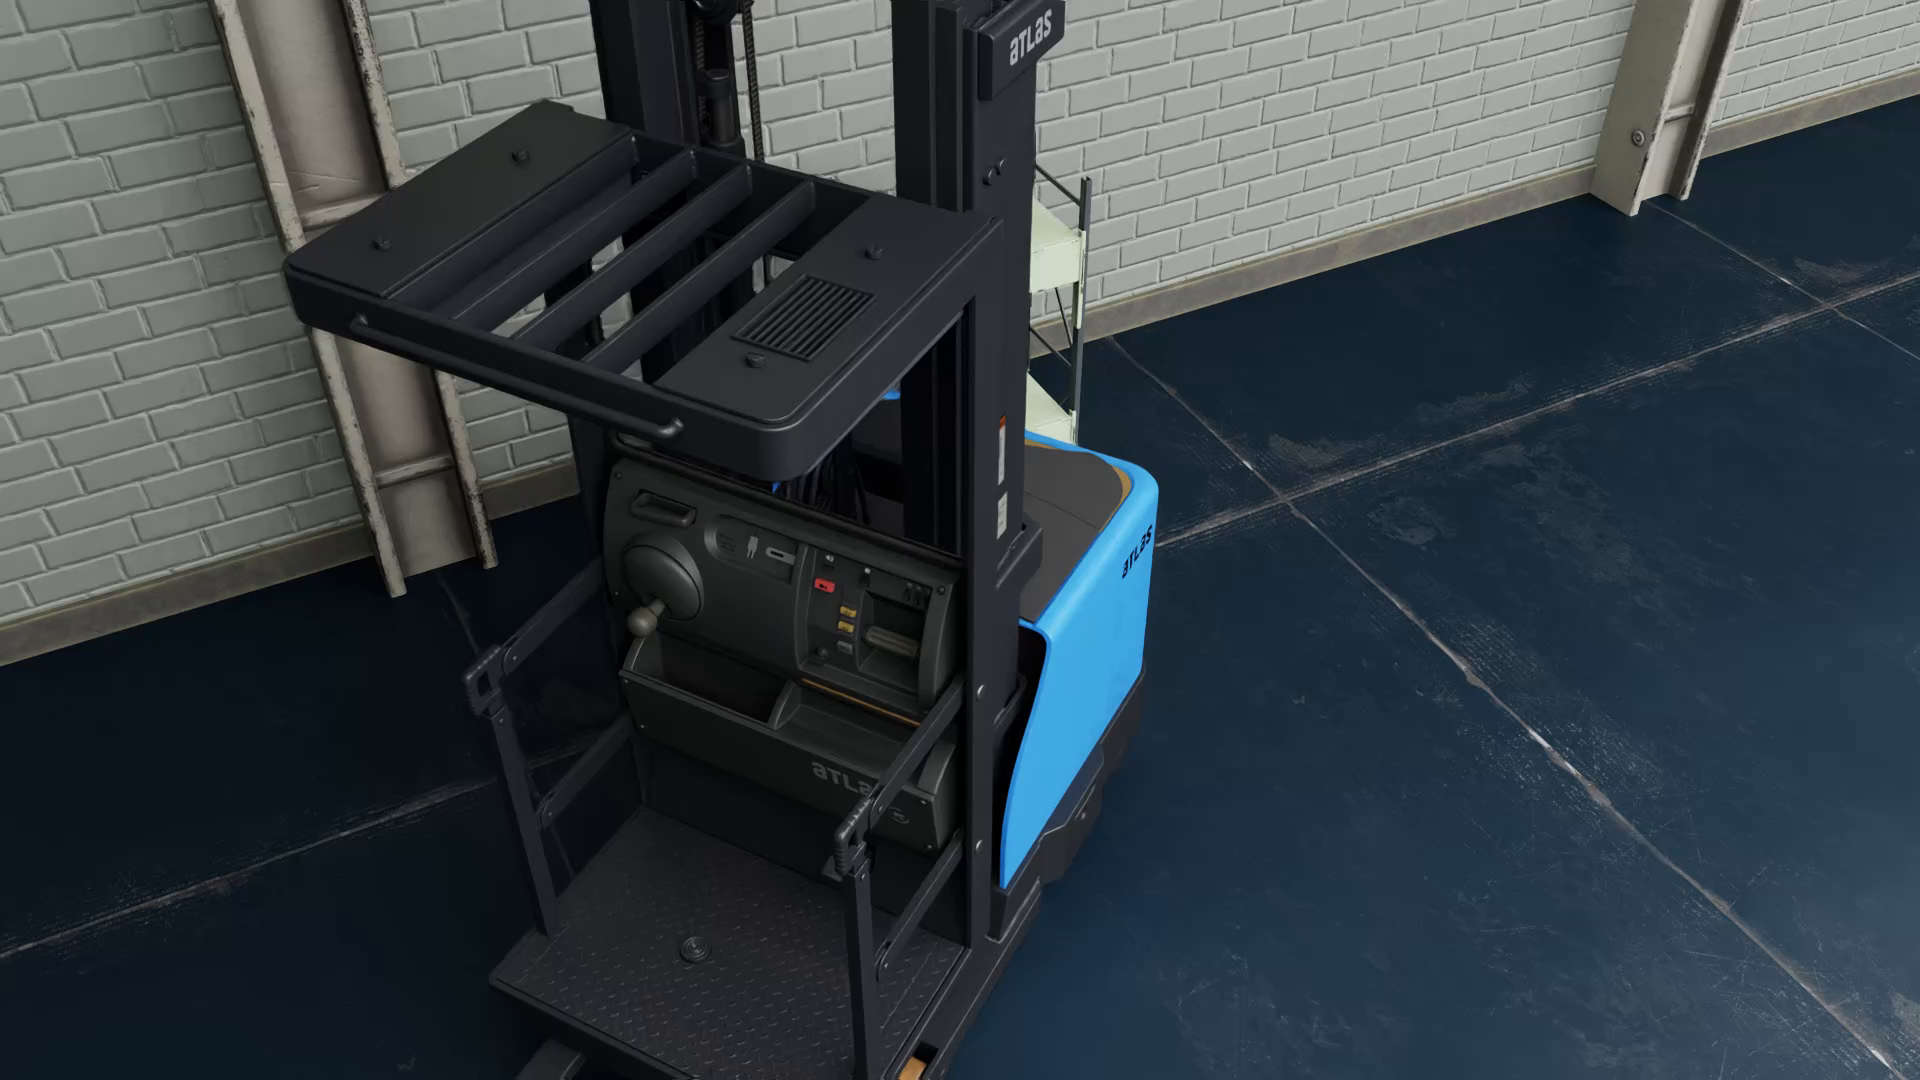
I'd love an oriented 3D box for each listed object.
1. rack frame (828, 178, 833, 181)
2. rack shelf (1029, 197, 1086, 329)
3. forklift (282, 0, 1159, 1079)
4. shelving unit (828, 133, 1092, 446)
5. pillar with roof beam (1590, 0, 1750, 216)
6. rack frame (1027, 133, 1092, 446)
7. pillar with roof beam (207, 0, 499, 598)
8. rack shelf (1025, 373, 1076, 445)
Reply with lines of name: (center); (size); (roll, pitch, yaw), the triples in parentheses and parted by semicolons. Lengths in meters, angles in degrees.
rack frame: (-0.331, -0.461, 5.634); (0.023, 1.500, 0.400); (-19, 44, -21)
rack shelf: (-0.006, -0.868, 5.511); (0.720, 0.370, 0.431); (-19, 44, -21)
forklift: (-0.540, 0.194, 3.752); (1.130, 2.935, 3.031); (19, 44, 21)
shelving unit: (-0.006, -0.570, 5.763); (0.755, 1.500, 0.431); (-19, 44, -21)
pillar with roof beam: (5.361, -2.696, 2.469); (0.400, 9.000, 9.100); (-19, 44, -21)
rack frame: (0.319, -0.680, 5.892); (0.023, 1.500, 0.400); (-19, 44, -21)
pillar with roof beam: (0.040, -0.905, 0.354); (0.400, 9.000, 9.100); (-19, 44, -21)
rack shelf: (-0.006, -0.322, 5.974); (0.720, 0.370, 0.431); (-19, 44, -21)
